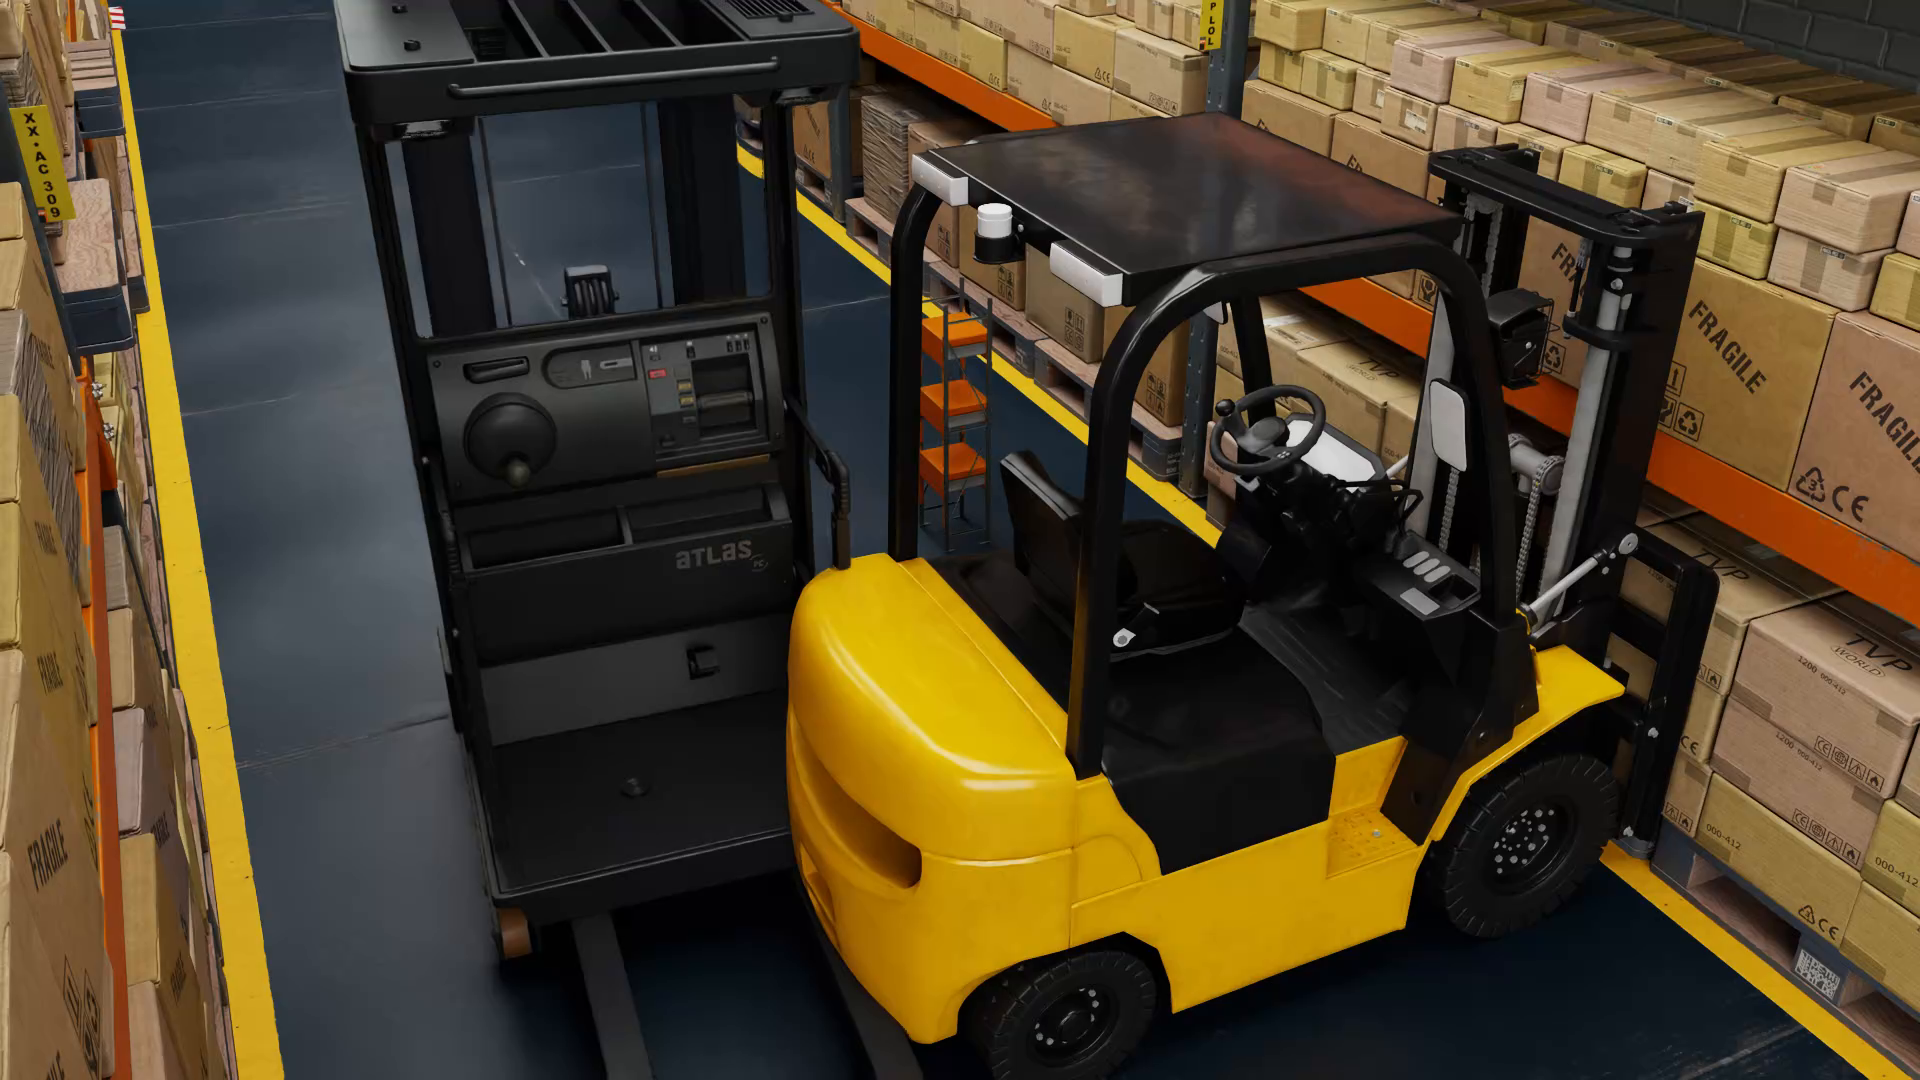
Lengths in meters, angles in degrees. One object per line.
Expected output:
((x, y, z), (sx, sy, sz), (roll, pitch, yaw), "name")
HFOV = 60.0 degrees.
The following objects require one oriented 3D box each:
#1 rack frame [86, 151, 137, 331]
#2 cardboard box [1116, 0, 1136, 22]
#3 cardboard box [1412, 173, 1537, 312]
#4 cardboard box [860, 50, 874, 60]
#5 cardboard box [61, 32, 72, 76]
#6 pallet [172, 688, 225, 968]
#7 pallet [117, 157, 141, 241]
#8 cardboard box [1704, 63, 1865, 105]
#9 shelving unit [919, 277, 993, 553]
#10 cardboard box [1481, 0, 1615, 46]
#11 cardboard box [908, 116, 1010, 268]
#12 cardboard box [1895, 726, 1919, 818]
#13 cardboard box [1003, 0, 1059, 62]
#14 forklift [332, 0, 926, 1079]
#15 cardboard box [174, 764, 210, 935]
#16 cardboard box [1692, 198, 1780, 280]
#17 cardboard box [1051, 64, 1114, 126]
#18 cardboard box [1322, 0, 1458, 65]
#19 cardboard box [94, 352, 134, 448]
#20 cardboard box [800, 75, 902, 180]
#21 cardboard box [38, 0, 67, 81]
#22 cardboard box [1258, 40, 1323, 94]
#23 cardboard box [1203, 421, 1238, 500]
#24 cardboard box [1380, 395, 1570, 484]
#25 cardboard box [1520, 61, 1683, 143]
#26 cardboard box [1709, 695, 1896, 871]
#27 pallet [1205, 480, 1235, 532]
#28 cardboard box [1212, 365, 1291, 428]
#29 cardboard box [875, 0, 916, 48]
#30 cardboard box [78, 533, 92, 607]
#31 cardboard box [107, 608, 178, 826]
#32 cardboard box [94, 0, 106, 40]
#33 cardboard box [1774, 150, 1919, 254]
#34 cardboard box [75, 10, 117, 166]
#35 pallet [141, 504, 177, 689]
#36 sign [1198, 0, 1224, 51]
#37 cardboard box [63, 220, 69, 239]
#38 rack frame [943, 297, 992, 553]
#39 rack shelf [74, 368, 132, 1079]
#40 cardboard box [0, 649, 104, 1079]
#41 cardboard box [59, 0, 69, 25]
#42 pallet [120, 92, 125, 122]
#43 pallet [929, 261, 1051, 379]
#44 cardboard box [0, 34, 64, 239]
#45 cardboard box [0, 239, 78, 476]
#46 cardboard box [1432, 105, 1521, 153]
((-4.787, -2.328, 7.835), (1.000, 3.000, 0.127), (-13, 32, -22), "rack frame")
((0.879, -2.265, 6.957), (0.380, 0.149, 0.250), (-13, 32, -22), "cardboard box")
((1.823, -0.948, 5.271), (0.500, 0.500, 0.500), (-13, 32, -22), "cardboard box")
((-0.517, -3.260, 10.959), (0.380, 0.149, 0.250), (-13, 32, -21), "cardboard box")
((-4.105, -2.101, 7.258), (0.380, 0.149, 0.250), (-13, 32, -22), "cardboard box")
((-2.750, 0.944, 4.850), (1.003, 0.211, 1.213), (-13, 32, -22), "pallet")
((-5.578, -2.014, 10.126), (1.003, 0.211, 1.213), (-13, 32, -22), "pallet")
((2.422, -1.293, 4.919), (0.380, 0.149, 0.250), (-12, 31, -21), "cardboard box")
((-0.023, -0.482, 6.535), (0.215, 1.050, 0.252), (-13, 32, -22), "shelving unit")
((2.017, -1.750, 5.735), (0.380, 0.149, 0.250), (-13, 32, -22), "cardboard box")
((0.237, -1.954, 9.166), (0.875, 0.625, 0.625), (-12, 31, -20), "cardboard box")
((2.649, 0.604, 3.966), (0.500, 0.250, 0.500), (-12, 31, -20), "cardboard box")
((0.528, -2.374, 7.558), (0.500, 0.250, 0.500), (-12, 32, -21), "cardboard box")
((-0.875, -0.336, 4.353), (1.130, 2.935, 3.031), (-10, 31, -18), "forklift")
((-2.336, 0.893, 4.473), (0.500, 0.250, 0.500), (-14, 32, -23), "cardboard box")
((2.154, -0.820, 4.381), (0.380, 0.149, 0.250), (-13, 32, -22), "cardboard box")
((0.738, -1.928, 7.275), (0.500, 0.250, 0.500), (-13, 32, -22), "cardboard box")
((1.490, -1.765, 5.762), (0.380, 0.149, 0.250), (-13, 32, -21), "cardboard box")
((-3.909, -0.453, 6.748), (0.950, 0.372, 0.625), (-12, 31, -20), "cardboard box")
((-0.682, -2.607, 10.458), (0.500, 0.500, 0.500), (-12, 31, -21), "cardboard box")
((-3.892, -2.093, 6.581), (0.500, 0.500, 0.500), (-15, 33, -25), "cardboard box")
((1.310, -1.736, 6.013), (0.380, 0.149, 0.250), (-14, 32, -23), "cardboard box")
((1.320, -0.306, 6.610), (0.500, 0.250, 0.500), (-13, 32, -21), "cardboard box")
((1.770, -0.300, 5.578), (0.500, 0.250, 0.500), (-12, 31, -20), "cardboard box")
((1.905, -1.306, 4.942), (0.380, 0.149, 0.250), (-13, 32, -22), "cardboard box")
((2.432, 0.587, 4.507), (0.500, 0.250, 0.500), (-13, 32, -22), "cardboard box")
((1.715, -0.029, 6.585), (1.003, 0.211, 1.213), (-13, 32, -22), "pallet")
((1.340, -0.528, 6.496), (0.500, 0.250, 0.500), (-13, 32, -22), "cardboard box")
((-0.125, -2.836, 8.894), (0.500, 0.250, 0.500), (-14, 32, -23), "cardboard box")
((-2.218, 0.075, 3.807), (0.380, 0.149, 0.250), (-14, 32, -23), "cardboard box")
((-2.354, 0.557, 4.305), (0.500, 0.500, 0.500), (-12, 32, -21), "cardboard box")
((-7.448, -4.255, 13.461), (0.875, 0.438, 0.875), (-12, 32, -21), "cardboard box")
((2.262, -0.838, 4.108), (0.380, 0.149, 0.250), (-12, 32, -21), "cardboard box")
((-5.771, -2.697, 10.236), (0.875, 0.875, 0.875), (-12, 31, -21), "cardboard box")
((-3.406, 0.312, 5.979), (1.003, 0.211, 1.213), (-13, 32, -22), "pallet")
((0.925, -1.957, 6.071), (0.100, 0.325, 0.005), (-13, 32, -22), "sign")
((-3.121, -1.057, 5.396), (0.380, 0.149, 0.250), (-12, 32, -21), "cardboard box")
((0.029, -0.428, 6.439), (0.200, 1.050, 0.008), (-13, 32, -22), "rack frame")
((-2.212, 0.636, 3.284), (1.077, 0.370, 4.000), (-13, 32, -22), "rack shelf")
((-1.531, 0.537, 2.319), (0.500, 0.500, 0.500), (-12, 31, -20), "cardboard box")
((-5.227, -2.988, 9.165), (0.500, 0.250, 0.500), (-12, 31, -20), "cardboard box")
((-6.760, -3.231, 12.296), (1.003, 0.211, 1.213), (-13, 32, -22), "pallet")
((0.532, -1.246, 8.756), (1.003, 0.211, 1.213), (-13, 32, -22), "pallet")
((-3.012, -1.185, 4.961), (0.500, 0.500, 0.500), (-12, 32, -21), "cardboard box")
((-2.428, -0.364, 3.927), (0.500, 0.500, 0.500), (-12, 31, -20), "cardboard box")
((1.710, -1.271, 5.185), (0.380, 0.149, 0.250), (-13, 32, -22), "cardboard box")
